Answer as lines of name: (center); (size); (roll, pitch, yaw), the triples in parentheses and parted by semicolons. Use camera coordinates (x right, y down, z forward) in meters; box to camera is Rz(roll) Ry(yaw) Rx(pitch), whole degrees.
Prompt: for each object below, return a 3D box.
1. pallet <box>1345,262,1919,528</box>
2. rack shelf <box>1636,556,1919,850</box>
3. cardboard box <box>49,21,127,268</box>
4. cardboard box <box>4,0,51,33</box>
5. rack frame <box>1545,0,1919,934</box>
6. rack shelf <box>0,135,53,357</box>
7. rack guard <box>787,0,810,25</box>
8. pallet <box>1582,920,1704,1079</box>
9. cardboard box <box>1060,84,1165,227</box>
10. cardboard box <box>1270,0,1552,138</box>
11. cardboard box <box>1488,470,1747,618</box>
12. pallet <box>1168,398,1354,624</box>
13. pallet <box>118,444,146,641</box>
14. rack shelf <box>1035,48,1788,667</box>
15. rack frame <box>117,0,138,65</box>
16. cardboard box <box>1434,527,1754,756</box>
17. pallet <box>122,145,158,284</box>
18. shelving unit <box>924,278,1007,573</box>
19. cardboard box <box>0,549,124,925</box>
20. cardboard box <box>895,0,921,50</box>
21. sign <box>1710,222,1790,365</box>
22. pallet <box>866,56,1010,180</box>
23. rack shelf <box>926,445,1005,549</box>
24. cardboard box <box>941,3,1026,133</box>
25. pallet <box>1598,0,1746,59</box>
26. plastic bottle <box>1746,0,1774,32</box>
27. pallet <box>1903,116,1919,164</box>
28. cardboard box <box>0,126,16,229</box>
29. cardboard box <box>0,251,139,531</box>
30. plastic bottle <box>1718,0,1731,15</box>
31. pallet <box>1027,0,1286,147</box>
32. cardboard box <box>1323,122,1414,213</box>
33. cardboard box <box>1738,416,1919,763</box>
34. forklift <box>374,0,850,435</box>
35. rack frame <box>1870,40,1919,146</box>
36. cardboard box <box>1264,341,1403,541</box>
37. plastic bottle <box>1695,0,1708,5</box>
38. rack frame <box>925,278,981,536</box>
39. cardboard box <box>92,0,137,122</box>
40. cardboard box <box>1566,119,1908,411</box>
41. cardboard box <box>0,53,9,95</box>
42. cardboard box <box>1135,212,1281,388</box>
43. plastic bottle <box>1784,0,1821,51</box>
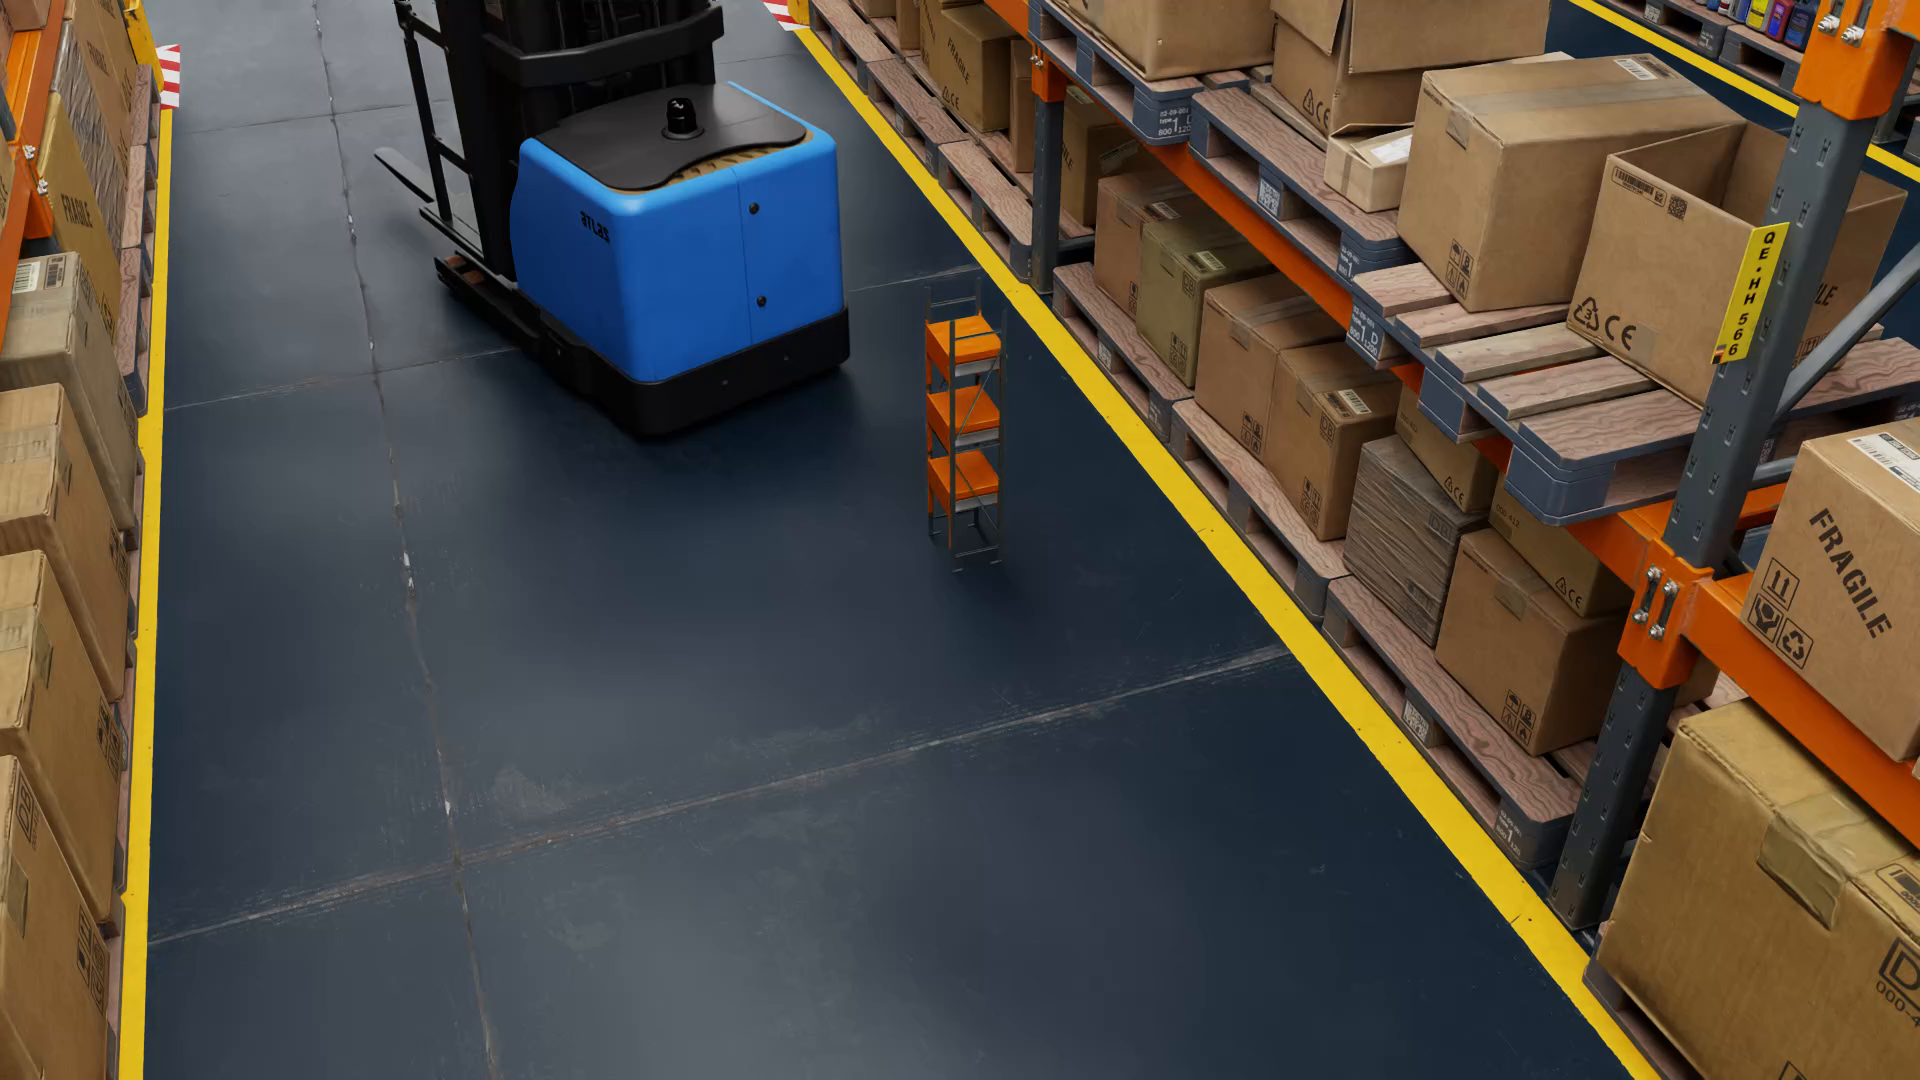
pallet: (1.851, -0.514, 4.599); (1.213, 0.211, 1.003); (-12, 39, -16)
rack shelf: (2.884, 1.207, 2.753); (1.077, 0.370, 4.000); (-12, 39, -16)
cardboard box: (-4.337, -1.698, 7.427); (0.875, 0.875, 0.875); (-12, 39, -16)
cardboard box: (-4.296, -2.402, 6.821); (0.875, 0.550, 0.550); (-12, 39, -16)
rack frame: (2.196, -0.210, 4.036); (1.000, 3.000, 0.127); (-12, 39, -16)
rack shelf: (-3.184, -0.083, 4.465); (1.077, 0.370, 4.000); (-12, 39, -16)
rack guard: (-0.531, -3.688, 10.731); (1.175, 0.500, 0.348); (-12, 39, -16)
pallet: (2.397, 1.364, 4.263); (1.003, 0.211, 1.213); (-12, 39, -16)
cardboard box: (0.720, -1.874, 7.973); (0.500, 0.500, 0.500); (-14, 39, -17)
cardboard box: (1.503, -1.719, 5.604); (0.797, 0.503, 0.637); (-9, 38, -11)
cardboard box: (1.937, -0.060, 4.925); (0.500, 0.250, 0.500); (-11, 38, -14)
pallet: (1.513, -0.226, 6.375); (1.003, 0.211, 1.213); (-12, 39, -16)
pallet: (-3.536, 0.034, 6.030); (1.003, 0.211, 1.213); (-12, 39, -16)
rack shelf: (1.508, -1.053, 5.753); (1.077, 0.370, 4.000); (-12, 39, -16)
rack frame: (-5.249, -3.760, 8.749); (1.000, 3.000, 0.127); (-12, 39, -16)
cardboard box: (1.947, 0.238, 5.153); (0.700, 0.500, 0.500); (-14, 39, -18)
pallet: (-4.484, -1.523, 8.096); (1.003, 0.211, 1.213); (-12, 39, -16)
shelving unit: (0.018, -0.389, 5.894); (0.215, 1.050, 0.252); (-12, 39, -16)
cardboard box: (-2.925, 0.634, 4.435); (1.050, 0.750, 0.750); (-12, 39, -15)
cardboard box: (-0.120, -3.212, 9.750); (0.500, 0.500, 0.500); (-3, 37, -4)
sign: (1.690, -0.524, 3.556); (0.100, 0.325, 0.005); (-12, 39, -16)
pallet: (0.132, -2.419, 9.286); (1.003, 0.211, 1.213); (-12, 39, -16)
rack shelf: (0.018, -0.159, 6.068); (0.215, 0.259, 0.240); (-12, 39, -16)
cardboard box: (0.228, -2.530, 8.844); (0.500, 0.500, 0.500); (-16, 40, -20)
pallet: (4.855, -3.460, 10.668); (1.003, 0.211, 1.213); (-12, 39, -16)
plastic bottle: (4.801, -3.208, 9.852); (0.144, 0.351, 0.185); (-13, 39, -16)
pallet: (5.777, -1.946, 8.658); (1.003, 0.211, 1.213); (-12, 39, -16)
cardboard box: (-3.442, -1.301, 5.401); (0.500, 0.500, 0.500); (-13, 39, -16)
cardboard box: (-3.574, -0.437, 5.858); (1.050, 0.750, 0.750); (-13, 39, -16)
plastic bottle: (4.682, -3.302, 10.101); (0.097, 0.201, 0.097); (0, 37, 0)
pallet: (0.946, -1.932, 6.481); (1.003, 0.211, 1.213); (-12, 39, -16)
cardboard box: (1.369, -1.211, 5.127); (0.396, 0.266, 0.258); (-14, 39, -17)
cardboard box: (2.108, 0.080, 3.567); (0.500, 0.500, 0.500); (-11, 38, -15)
forklift: (-1.796, -2.415, 7.020); (1.130, 2.935, 3.031); (-26, 44, -30)
rack frame: (5.470, -3.496, 8.398); (1.000, 3.000, 0.127); (-12, 39, -16)
cardboard box: (1.542, -0.392, 5.989); (0.700, 0.500, 0.500); (-9, 38, -12)
plastic bottle: (4.611, -3.418, 10.255); (0.097, 0.201, 0.097); (0, 37, 0)
rack frame: (-0.024, -0.458, 5.985); (0.200, 1.050, 0.008); (-12, 39, -16)
cardboard box: (-4.953, -2.710, 8.771); (0.875, 0.875, 0.875); (-12, 39, -16)
cardboard box: (1.973, -0.715, 4.274); (0.500, 0.500, 0.500); (-17, 40, -21)
cardboard box: (-4.010, -1.766, 5.977); (0.875, 0.550, 0.550); (-12, 39, -16)
cardboard box: (1.157, -1.023, 6.827); (0.700, 0.500, 0.500); (-13, 39, -16)
plastic bottle: (4.912, -3.026, 9.610); (0.144, 0.351, 0.185); (-14, 39, -18)
